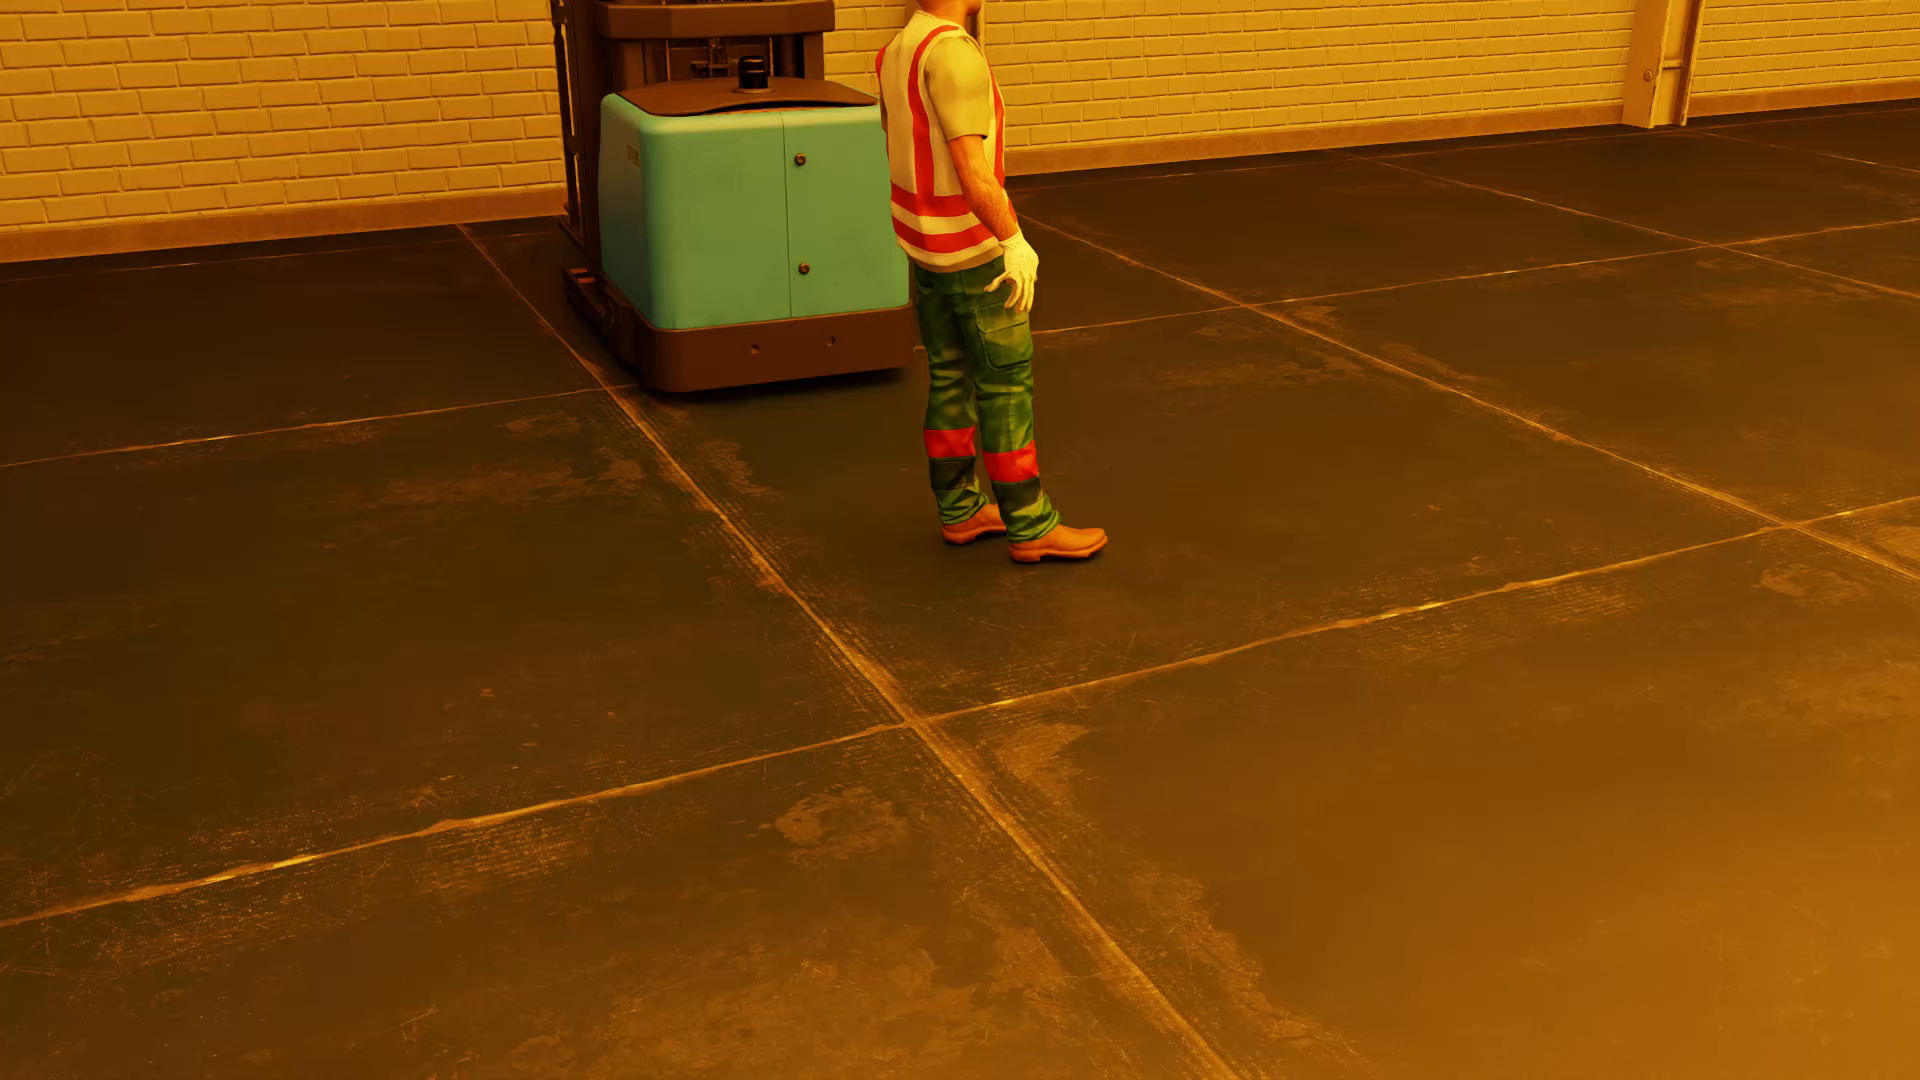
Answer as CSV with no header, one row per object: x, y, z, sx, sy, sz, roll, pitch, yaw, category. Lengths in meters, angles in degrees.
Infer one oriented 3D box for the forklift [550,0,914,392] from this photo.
-1.209,-2.443,7.166,1.130,2.935,3.031,-9,24,-20,forklift

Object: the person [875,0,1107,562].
0.077,-0.842,4.782,0.564,1.787,0.638,-10,25,-23,person
